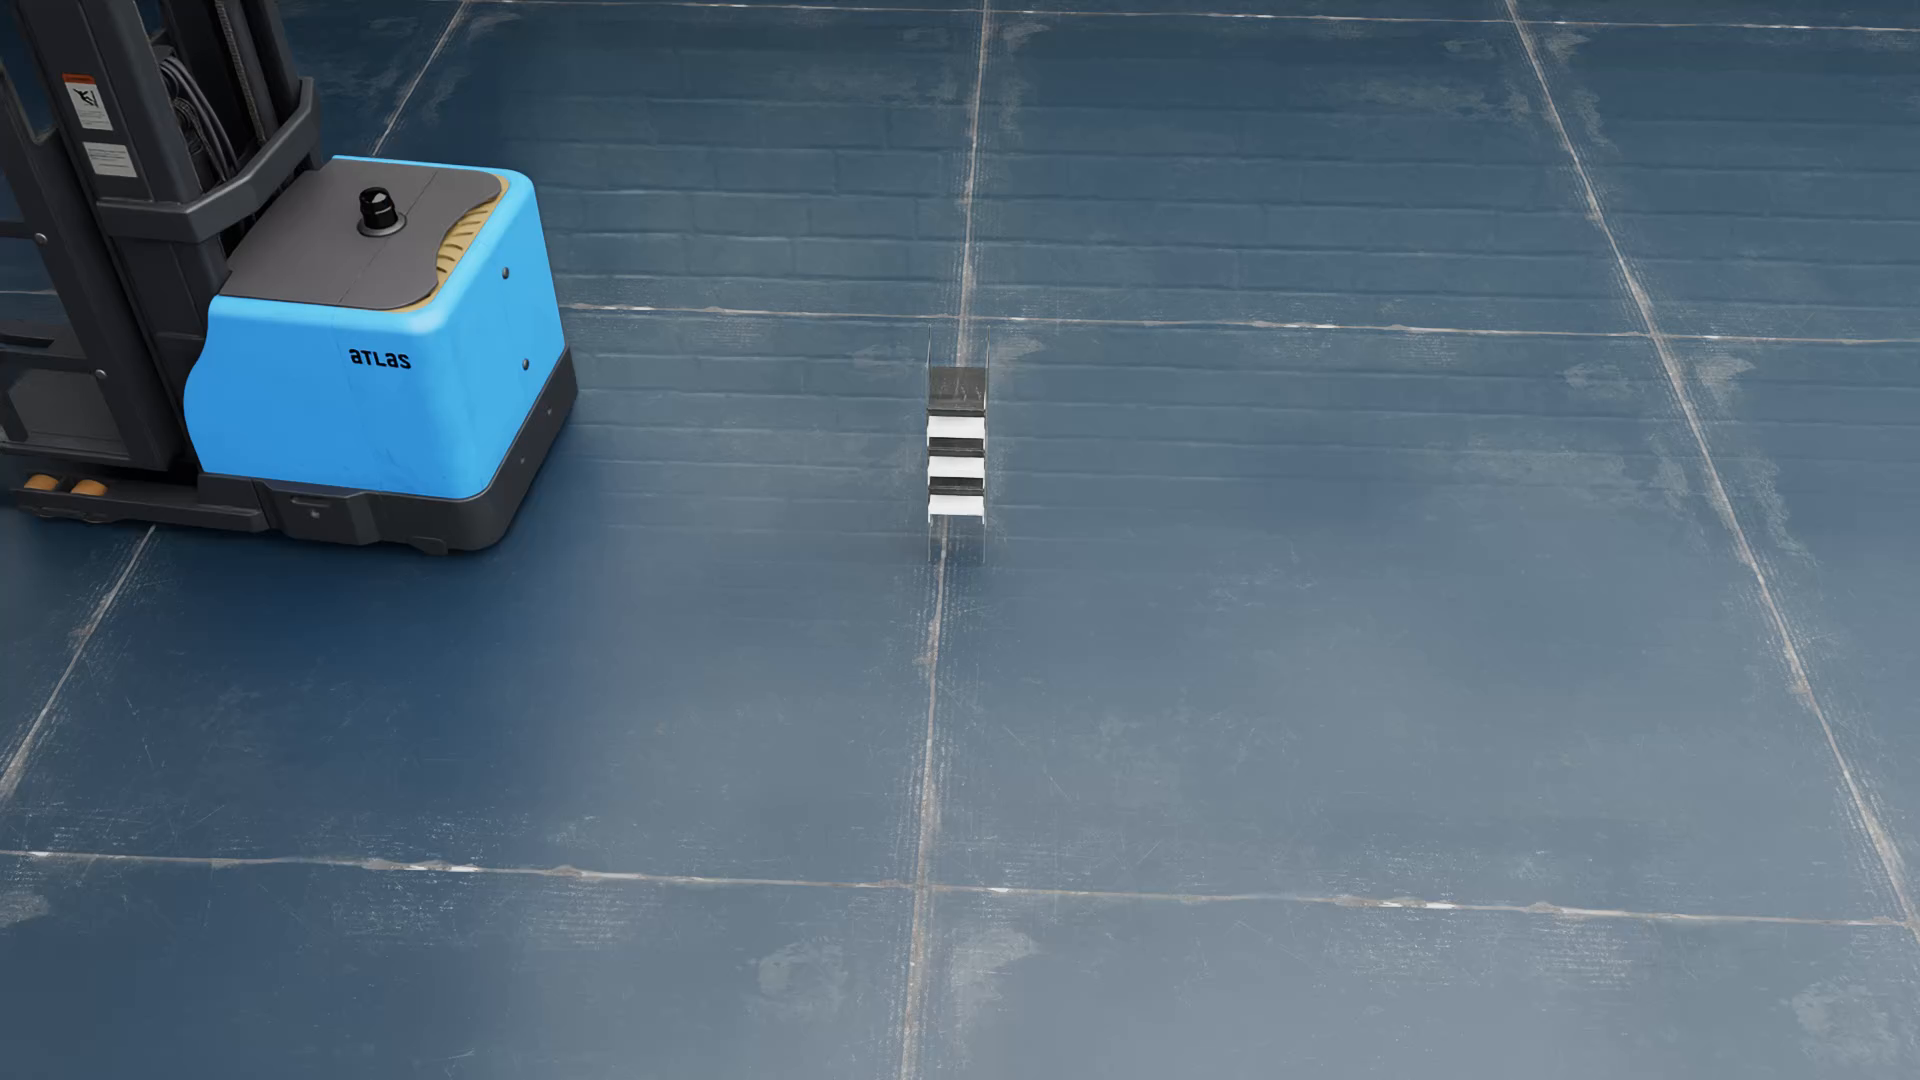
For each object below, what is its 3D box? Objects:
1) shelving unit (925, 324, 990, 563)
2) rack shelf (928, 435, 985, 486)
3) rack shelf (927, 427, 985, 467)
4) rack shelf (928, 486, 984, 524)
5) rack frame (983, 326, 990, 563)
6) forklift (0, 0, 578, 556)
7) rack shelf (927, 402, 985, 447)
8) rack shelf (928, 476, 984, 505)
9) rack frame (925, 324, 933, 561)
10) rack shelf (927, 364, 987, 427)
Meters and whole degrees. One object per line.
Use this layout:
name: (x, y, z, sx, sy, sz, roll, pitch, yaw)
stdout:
shelving unit: (-0.008, -0.330, 5.944, 0.210, 0.900, 0.258, 2, 43, 2)
rack shelf: (-0.008, -0.305, 5.966, 0.200, 0.077, 0.258, 2, 43, 2)
rack shelf: (-0.008, -0.371, 5.905, 0.200, 0.077, 0.258, 2, 43, 2)
rack shelf: (-0.008, -0.173, 6.089, 0.200, 0.077, 0.258, 2, 43, 2)
rack frame: (0.093, -0.326, 5.940, 0.006, 0.900, 0.240, 2, 43, 2)
forklift: (-3.122, -1.485, 5.694, 3.031, 2.935, 1.130, 6, 43, 7)
rack shelf: (-0.008, -0.437, 5.844, 0.200, 0.077, 0.258, 2, 43, 2)
rack shelf: (-0.008, -0.239, 6.028, 0.200, 0.077, 0.258, 2, 43, 2)
rack frame: (-0.110, -0.333, 5.947, 0.006, 0.900, 0.240, 2, 43, 2)
rack shelf: (-0.008, -0.503, 5.782, 0.200, 0.077, 0.258, 2, 43, 2)
